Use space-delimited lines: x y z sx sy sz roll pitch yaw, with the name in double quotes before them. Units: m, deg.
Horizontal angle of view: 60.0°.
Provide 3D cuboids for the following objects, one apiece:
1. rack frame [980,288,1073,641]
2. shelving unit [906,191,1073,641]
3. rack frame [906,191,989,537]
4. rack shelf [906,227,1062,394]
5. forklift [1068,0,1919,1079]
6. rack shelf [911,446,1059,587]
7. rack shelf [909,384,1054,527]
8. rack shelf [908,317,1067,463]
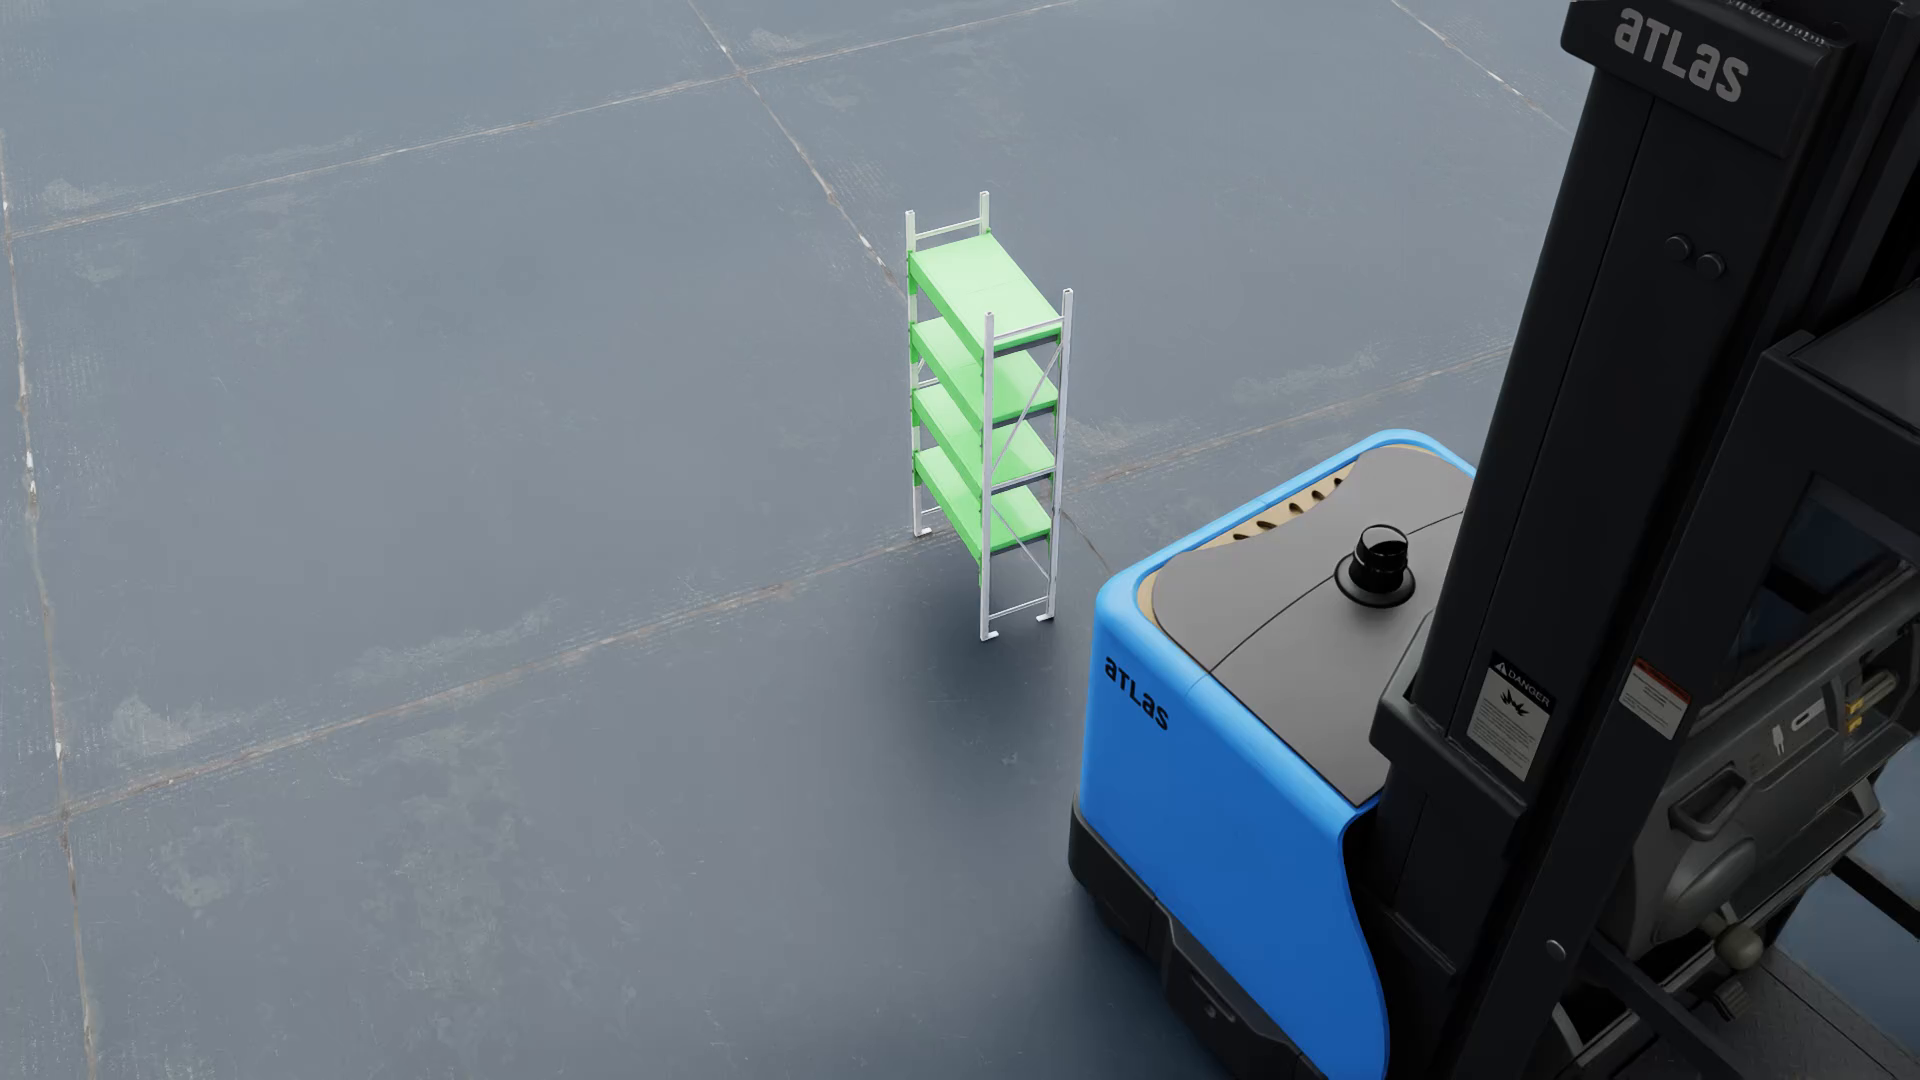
"rack frame" 0.172 -0.166 4.564 0.240 1.200 0.015 -18 47 -17
"shelving unit" 0.070 -0.322 4.722 0.258 1.200 0.503 -18 47 -17
"rack frame" -0.033 -0.477 4.879 0.240 1.200 0.015 -18 47 -17
"rack shelf" 0.070 -0.618 4.429 0.258 0.148 0.480 -18 47 -17
"forklift" 1.548 0.465 2.692 1.130 2.935 3.031 -27 51 -25
"rack shelf" 0.070 -0.105 4.935 0.258 0.148 0.480 -18 47 -17
"rack shelf" 0.070 -0.276 4.767 0.258 0.148 0.480 -18 47 -17
"rack shelf" 0.070 -0.447 4.598 0.258 0.148 0.480 -18 47 -17
